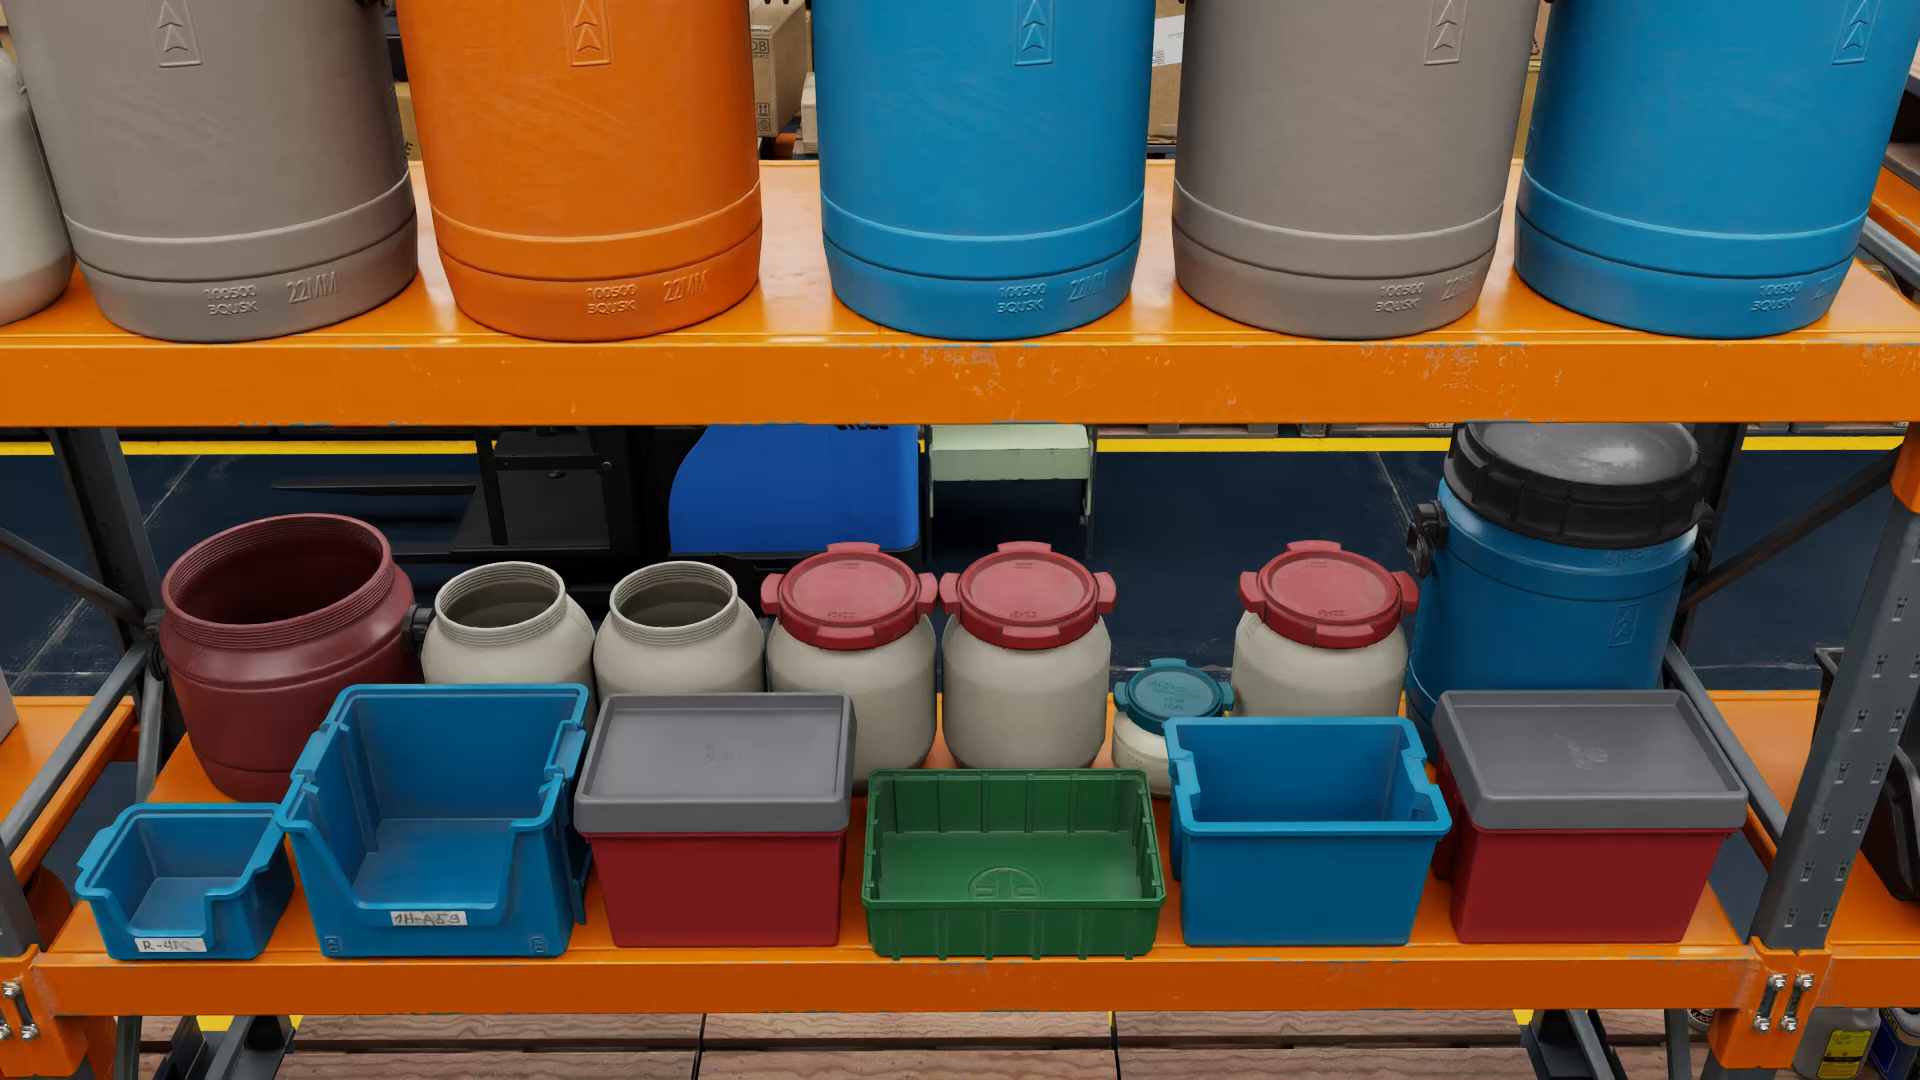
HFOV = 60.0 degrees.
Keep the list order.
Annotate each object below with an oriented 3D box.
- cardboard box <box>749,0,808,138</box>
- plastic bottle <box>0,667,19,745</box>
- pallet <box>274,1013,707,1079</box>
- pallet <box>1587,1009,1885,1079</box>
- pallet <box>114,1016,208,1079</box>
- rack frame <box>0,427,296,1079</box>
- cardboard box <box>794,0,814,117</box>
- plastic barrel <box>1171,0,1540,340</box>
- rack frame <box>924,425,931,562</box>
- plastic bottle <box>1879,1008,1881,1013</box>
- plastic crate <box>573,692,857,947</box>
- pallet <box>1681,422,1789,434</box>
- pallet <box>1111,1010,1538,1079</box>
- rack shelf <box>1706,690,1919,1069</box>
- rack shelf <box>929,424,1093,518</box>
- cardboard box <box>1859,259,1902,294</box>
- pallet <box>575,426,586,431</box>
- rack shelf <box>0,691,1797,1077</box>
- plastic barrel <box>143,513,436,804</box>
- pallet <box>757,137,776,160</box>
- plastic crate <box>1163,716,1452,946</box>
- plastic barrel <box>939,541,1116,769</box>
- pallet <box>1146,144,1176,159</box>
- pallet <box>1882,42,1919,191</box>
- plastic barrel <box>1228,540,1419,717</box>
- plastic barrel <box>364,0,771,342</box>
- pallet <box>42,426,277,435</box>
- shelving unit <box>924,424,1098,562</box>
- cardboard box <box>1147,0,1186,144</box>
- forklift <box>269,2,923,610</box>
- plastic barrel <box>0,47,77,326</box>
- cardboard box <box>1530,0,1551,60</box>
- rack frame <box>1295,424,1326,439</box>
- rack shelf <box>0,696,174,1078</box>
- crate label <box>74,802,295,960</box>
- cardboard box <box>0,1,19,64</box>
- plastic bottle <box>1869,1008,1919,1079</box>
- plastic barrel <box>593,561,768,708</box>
[{"bbox_3d":[-1.077,-2.354,8.236,0.500,0.500,0.700,4,32,7],"label":"cardboard box"},{"bbox_3d":[-2.579,0.401,4.318,0.135,0.276,0.152,0,31,0],"label":"plastic bottle"},{"bbox_3d":[-1.369,1.724,4.705,1.213,0.211,1.003,0,31,0],"label":"pallet"},{"bbox_3d":[2.528,1.713,4.723,1.213,0.211,1.003,0,31,0],"label":"pallet"},{"bbox_3d":[-2.932,1.730,4.695,1.213,0.211,1.003,0,31,0],"label":"pallet"},{"bbox_3d":[-2.144,0.514,4.011,0.127,3.000,1.000,0,31,0],"label":"rack frame"},{"bbox_3d":[-1.493,-3.801,12.887,0.750,0.750,1.050,-1,31,-1],"label":"cardboard box"},{"bbox_3d":[0.695,-0.879,2.932,0.600,0.901,0.600,0,31,0],"label":"plastic barrel"},{"bbox_3d":[-0.147,-0.643,7.364,0.023,1.500,0.400,-1,31,-1],"label":"rack frame"},{"bbox_3d":[2.690,1.294,4.856,0.185,0.351,0.144,-2,31,-3],"label":"plastic bottle"},{"bbox_3d":[-0.526,0.640,3.741,0.583,0.464,0.402,0,31,0],"label":"plastic crate"},{"bbox_3d":[3.720,-0.901,9.032,1.213,0.211,1.003,0,31,0],"label":"pallet"},{"bbox_3d":[1.071,1.716,4.718,1.213,0.211,1.003,0,31,0],"label":"pallet"},{"bbox_3d":[3.856,0.803,4.229,4.000,0.370,1.077,0,31,0],"label":"rack shelf"},{"bbox_3d":[0.219,-0.370,7.542,0.720,0.370,0.431,-1,31,-1],"label":"rack shelf"},{"bbox_3d":[4.604,-1.178,8.805,0.500,0.500,0.500,8,32,13],"label":"cardboard box"},{"bbox_3d":[-1.393,-0.865,8.972,1.213,0.211,1.003,0,31,0],"label":"pallet"},{"bbox_3d":[-0.144,0.815,4.208,4.000,0.370,1.077,0,31,0],"label":"rack shelf"},{"bbox_3d":[-1.682,0.297,4.237,0.708,0.536,0.600,0,31,0],"label":"plastic barrel"},{"bbox_3d":[-1.462,-2.031,8.390,1.003,0.211,1.213,0,31,0],"label":"pallet"},{"bbox_3d":[0.755,0.673,3.764,0.575,0.384,0.392,0,31,0],"label":"plastic crate"},{"bbox_3d":[0.164,0.335,4.175,0.433,0.535,0.433,0,31,0],"label":"plastic barrel"},{"bbox_3d":[1.061,-2.059,8.436,1.213,0.211,1.003,0,31,0],"label":"pallet"},{"bbox_3d":[2.577,-0.753,3.390,1.003,0.211,1.213,0,31,0],"label":"pallet"},{"bbox_3d":[0.898,0.333,4.179,0.433,0.535,0.433,0,31,0],"label":"plastic barrel"},{"bbox_3d":[-0.668,-0.844,2.944,0.708,0.830,0.600,0,31,0],"label":"plastic barrel"},{"bbox_3d":[-4.180,-0.897,9.026,1.213,0.211,1.003,0,31,0],"label":"pallet"},{"bbox_3d":[0.219,-0.648,7.373,0.755,1.500,0.431,-1,31,-1],"label":"shelving unit"},{"bbox_3d":[1.031,-2.574,8.117,1.000,1.000,1.000,0,31,0],"label":"cardboard box"},{"bbox_3d":[-1.690,-1.189,6.885,3.031,2.935,1.130,-1,31,-1],"label":"forklift"},{"bbox_3d":[-1.832,-0.658,2.944,0.421,0.512,0.421,0,31,0],"label":"plastic barrel"},{"bbox_3d":[2.777,-2.537,7.693,0.500,0.500,0.500,0,31,0],"label":"cardboard box"},{"bbox_3d":[1.826,-2.068,8.266,0.127,3.000,1.000,0,31,0],"label":"rack frame"},{"bbox_3d":[-4.144,0.828,4.188,4.000,0.370,1.077,0,31,0],"label":"rack shelf"},{"bbox_3d":[-1.721,0.779,3.736,0.416,0.233,0.303,0,31,0],"label":"crate label"},{"bbox_3d":[-4.227,-2.527,7.959,0.637,0.503,0.797,1,31,1],"label":"cardboard box"},{"bbox_3d":[2.716,1.402,4.748,0.135,0.276,0.152,0,31,0],"label":"plastic bottle"},{"bbox_3d":[-0.695,0.351,4.172,0.421,0.512,0.421,0,31,0],"label":"plastic barrel"}]
